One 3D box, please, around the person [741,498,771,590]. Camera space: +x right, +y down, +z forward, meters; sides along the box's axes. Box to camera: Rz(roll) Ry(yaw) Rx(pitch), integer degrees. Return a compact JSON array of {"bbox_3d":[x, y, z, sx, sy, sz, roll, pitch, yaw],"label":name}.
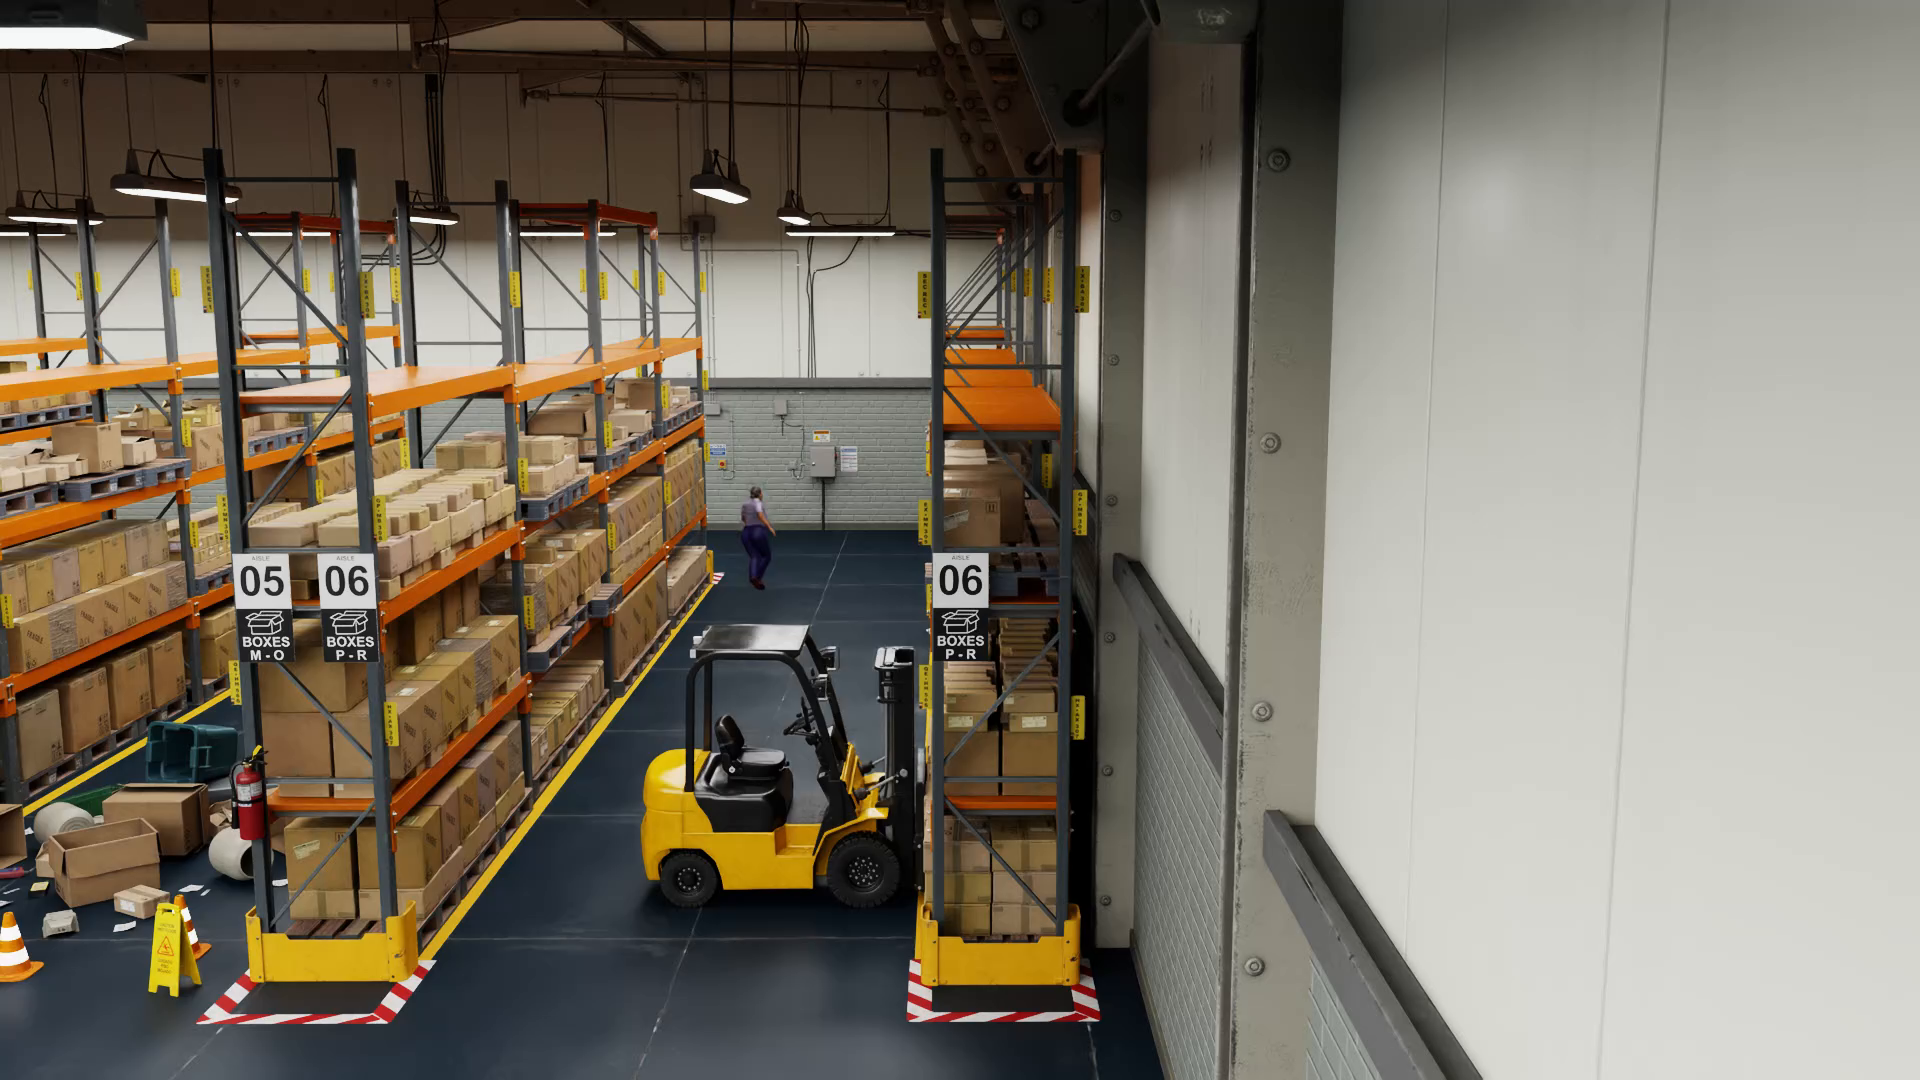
[{"bbox_3d":[-3.276,0.052,26.151,0.586,1.432,0.548,5,11,30],"label":"person"}]
